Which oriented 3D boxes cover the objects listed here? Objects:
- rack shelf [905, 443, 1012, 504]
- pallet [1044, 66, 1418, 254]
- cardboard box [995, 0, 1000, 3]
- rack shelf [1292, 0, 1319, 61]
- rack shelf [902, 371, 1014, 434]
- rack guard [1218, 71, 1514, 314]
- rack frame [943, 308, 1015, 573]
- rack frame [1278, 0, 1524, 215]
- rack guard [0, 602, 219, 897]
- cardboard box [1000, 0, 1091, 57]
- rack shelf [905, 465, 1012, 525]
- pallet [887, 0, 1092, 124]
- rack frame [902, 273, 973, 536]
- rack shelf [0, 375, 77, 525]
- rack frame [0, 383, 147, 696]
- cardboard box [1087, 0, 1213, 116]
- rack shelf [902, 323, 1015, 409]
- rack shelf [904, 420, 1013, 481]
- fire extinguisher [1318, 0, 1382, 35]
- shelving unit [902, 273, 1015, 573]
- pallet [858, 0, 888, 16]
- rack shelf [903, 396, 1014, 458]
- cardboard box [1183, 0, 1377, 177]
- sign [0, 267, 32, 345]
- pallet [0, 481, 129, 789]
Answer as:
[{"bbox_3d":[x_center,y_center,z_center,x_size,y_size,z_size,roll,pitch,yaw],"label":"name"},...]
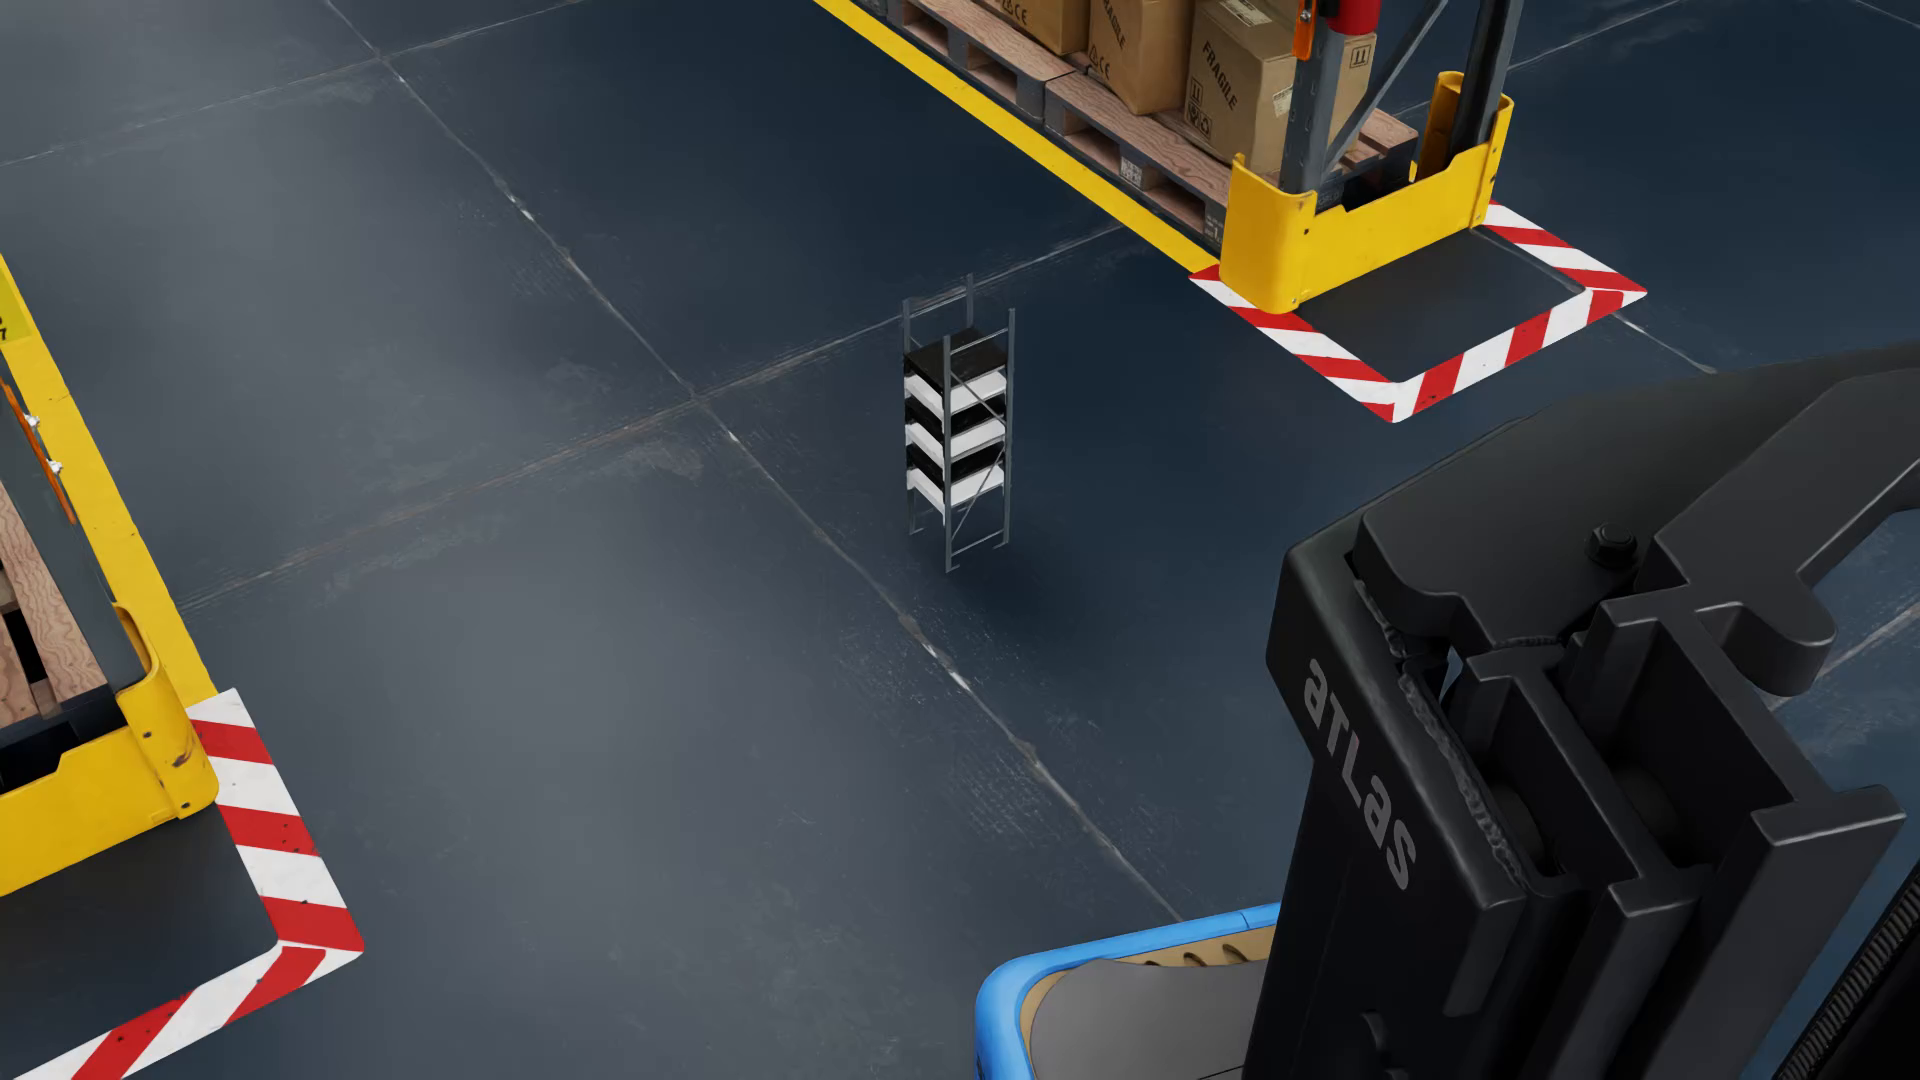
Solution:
[{"bbox_3d":[-0.005,-0.241,5.029,0.258,0.077,0.200,-26,49,-24],"label":"rack shelf"},{"bbox_3d":[1.094,-1.691,6.868,1.003,0.211,1.213,-26,49,-24],"label":"pallet"},{"bbox_3d":[0.234,-2.811,7.528,0.500,0.500,0.500,-30,51,-28],"label":"cardboard box"},{"bbox_3d":[0.429,-3.055,6.798,1.077,0.370,4.000,-26,49,-24],"label":"rack shelf"},{"bbox_3d":[-0.005,-0.436,4.843,0.258,0.077,0.200,-26,49,-24],"label":"rack shelf"},{"bbox_3d":[1.530,-1.321,6.272,1.175,0.500,0.348,-26,49,-24],"label":"rack guard"},{"bbox_3d":[0.054,-0.273,4.884,0.240,0.900,0.006,-26,49,-24],"label":"rack frame"},{"bbox_3d":[1.573,-2.182,5.364,1.000,3.000,0.127,-26,49,-24],"label":"rack frame"},{"bbox_3d":[-2.571,0.654,4.203,1.175,0.500,0.348,-26,49,-24],"label":"rack guard"},{"bbox_3d":[0.517,-2.477,7.179,0.500,0.500,0.500,-21,48,-21],"label":"cardboard box"},{"bbox_3d":[-0.005,-0.176,5.091,0.258,0.077,0.200,-26,49,-24],"label":"rack shelf"},{"bbox_3d":[0.400,-2.381,7.591,1.003,0.211,1.213,-26,49,-24],"label":"pallet"},{"bbox_3d":[-0.063,-0.388,5.004,0.240,0.900,0.006,-26,49,-24],"label":"rack frame"},{"bbox_3d":[-3.633,-1.098,4.749,1.077,0.370,4.000,-26,49,-24],"label":"rack shelf"},{"bbox_3d":[-2.489,-0.226,3.314,1.000,3.000,0.127,-26,49,-24],"label":"rack frame"},{"bbox_3d":[0.860,-2.115,6.800,0.500,0.500,0.500,-14,45,-14],"label":"cardboard box"},{"bbox_3d":[-0.005,-0.501,4.781,0.258,0.077,0.200,-26,49,-24],"label":"rack shelf"},{"bbox_3d":[-0.005,-0.306,4.967,0.258,0.077,0.200,-26,49,-24],"label":"rack shelf"},{"bbox_3d":[1.261,-1.907,5.132,0.296,0.674,0.183,-26,49,-24],"label":"fire extinguisher"},{"bbox_3d":[-0.005,-0.330,4.944,0.258,0.900,0.210,-26,49,-24],"label":"shelving unit"},{"bbox_3d":[-0.302,-3.073,8.316,1.003,0.211,1.213,-26,49,-24],"label":"pallet"},{"bbox_3d":[-0.005,-0.371,4.905,0.258,0.077,0.200,-26,49,-24],"label":"rack shelf"},{"bbox_3d":[1.230,-1.790,6.459,0.500,0.500,0.500,-17,46,-17],"label":"cardboard box"},{"bbox_3d":[-2.036,-0.541,3.443,0.100,0.325,0.005,-26,49,-24],"label":"sign"},{"bbox_3d":[-3.032,0.296,4.787,1.003,0.211,1.213,-26,49,-24],"label":"pallet"}]
